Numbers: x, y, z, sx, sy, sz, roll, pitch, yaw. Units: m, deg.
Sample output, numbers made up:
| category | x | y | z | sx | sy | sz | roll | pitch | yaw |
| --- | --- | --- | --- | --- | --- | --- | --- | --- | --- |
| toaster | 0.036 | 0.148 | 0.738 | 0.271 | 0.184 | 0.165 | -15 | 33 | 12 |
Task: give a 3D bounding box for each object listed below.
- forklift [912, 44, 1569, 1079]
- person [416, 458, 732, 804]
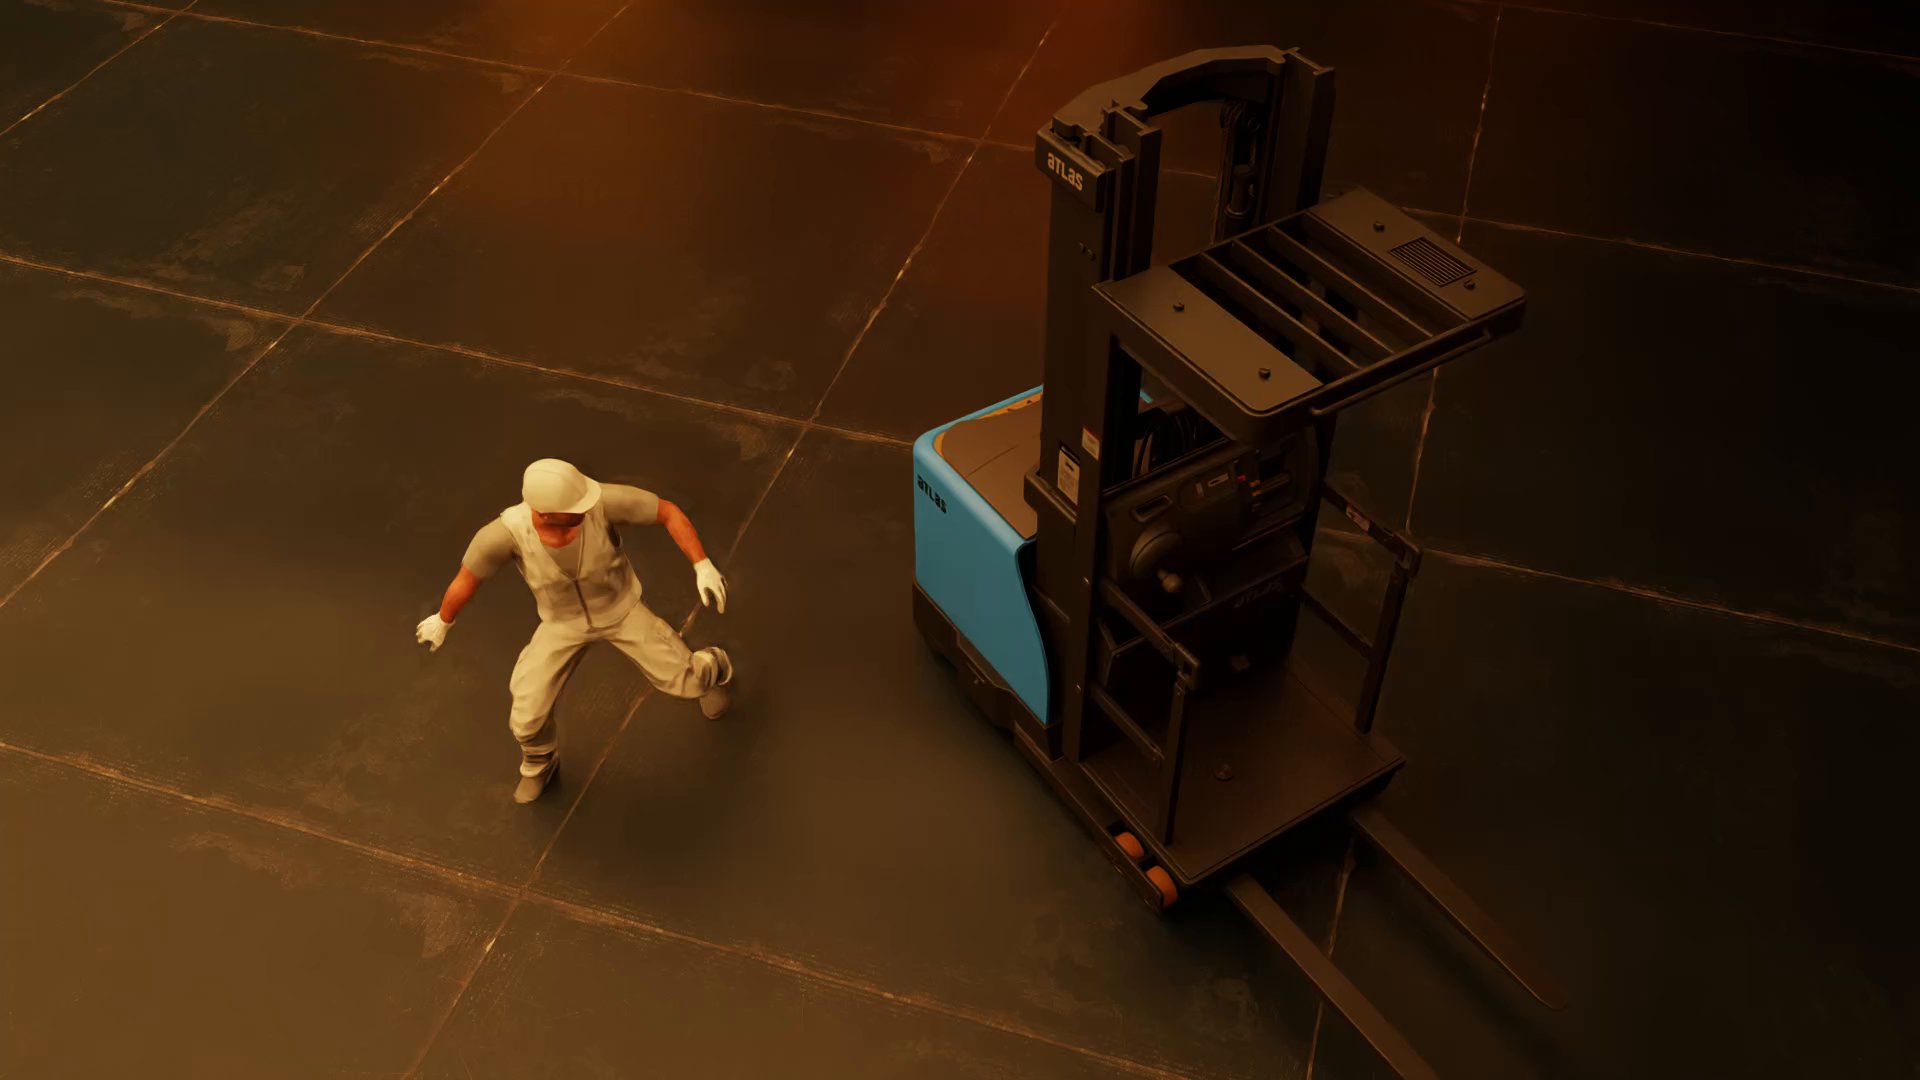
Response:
| category | x | y | z | sx | sy | sz | roll | pitch | yaw |
| --- | --- | --- | --- | --- | --- | --- | --- | --- | --- |
| forklift | 1.016 | -0.040 | 5.732 | 1.130 | 2.935 | 3.031 | -24 | 48 | -24 |
| person | -1.481 | 0.309 | 6.362 | 1.189 | 1.663 | 0.510 | -9 | 44 | -10 |
